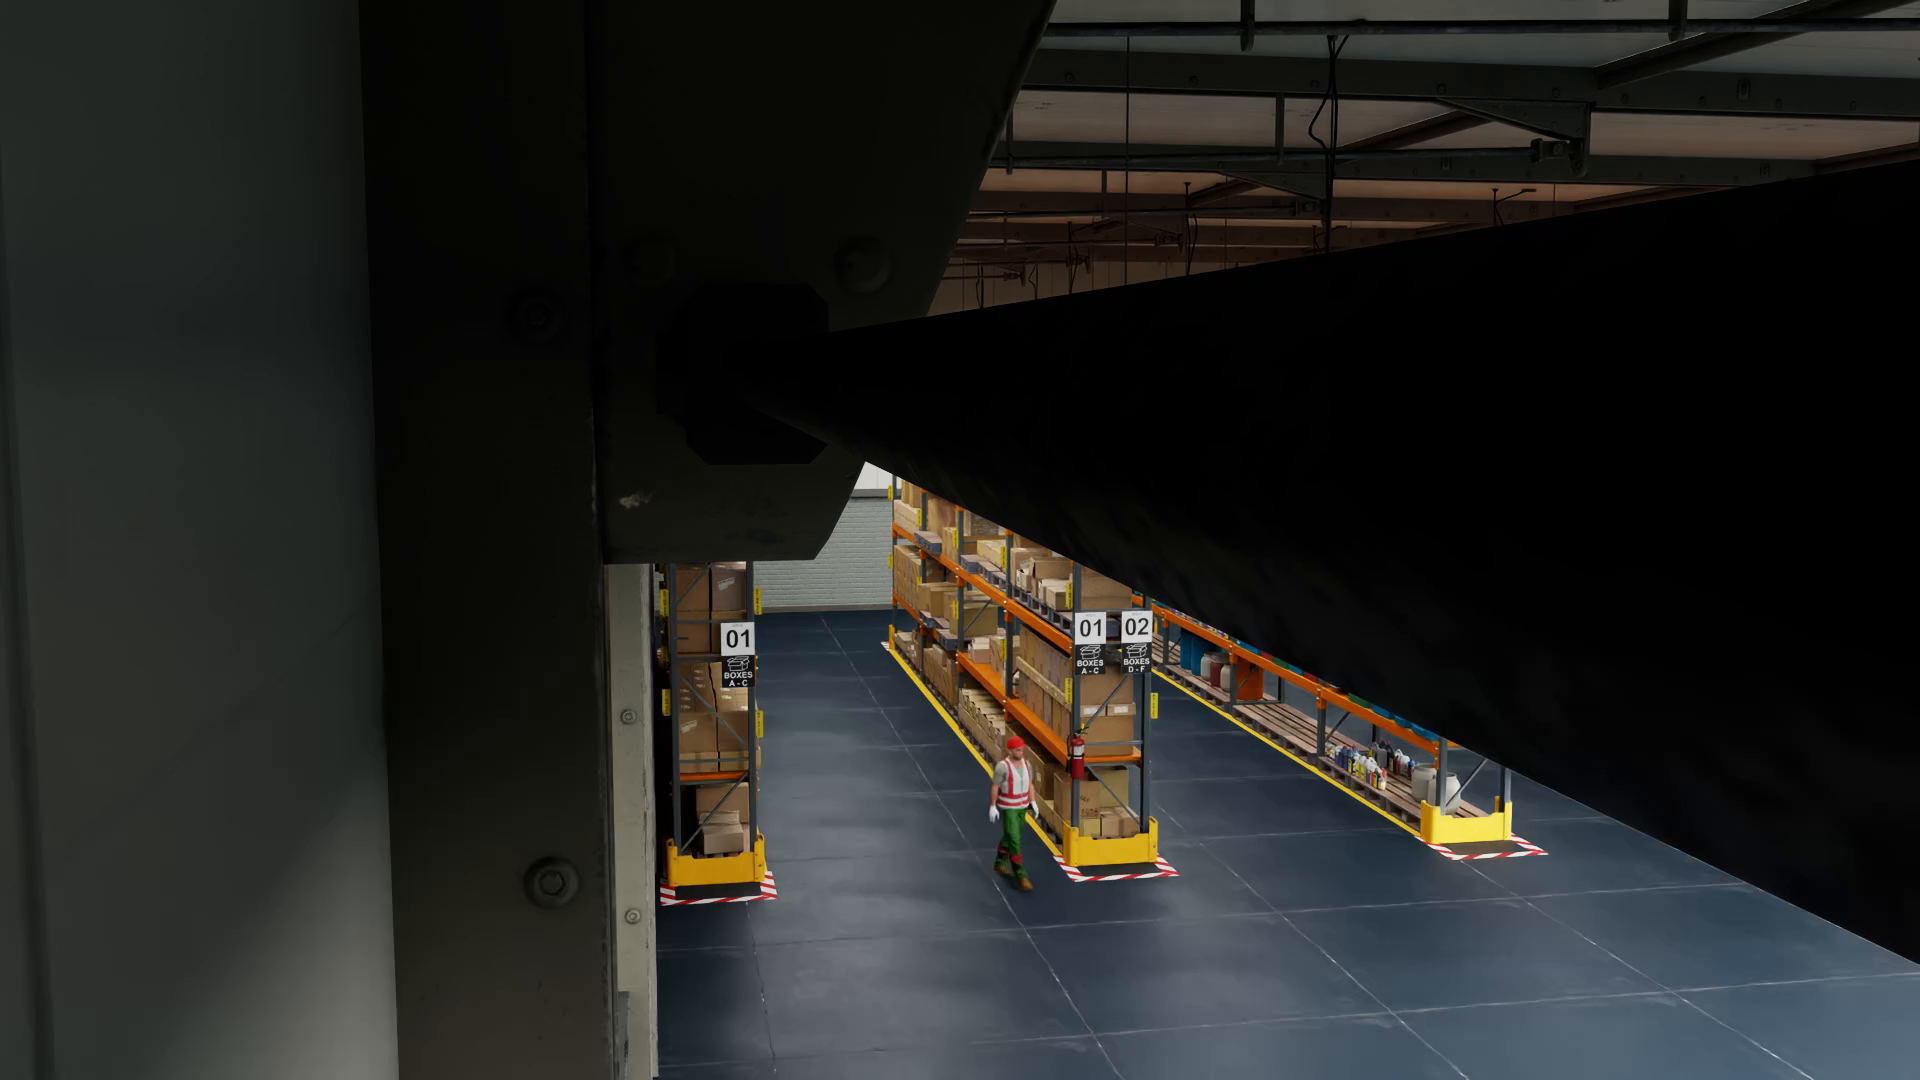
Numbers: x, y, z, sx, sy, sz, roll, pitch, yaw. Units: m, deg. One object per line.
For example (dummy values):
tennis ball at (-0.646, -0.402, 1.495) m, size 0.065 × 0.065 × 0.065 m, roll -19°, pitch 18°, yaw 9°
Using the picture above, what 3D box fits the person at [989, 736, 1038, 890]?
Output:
person at (0.703, 3.257, 20.176) m, size 0.574 × 1.755 × 0.893 m, roll -6°, pitch 8°, yaw -42°
